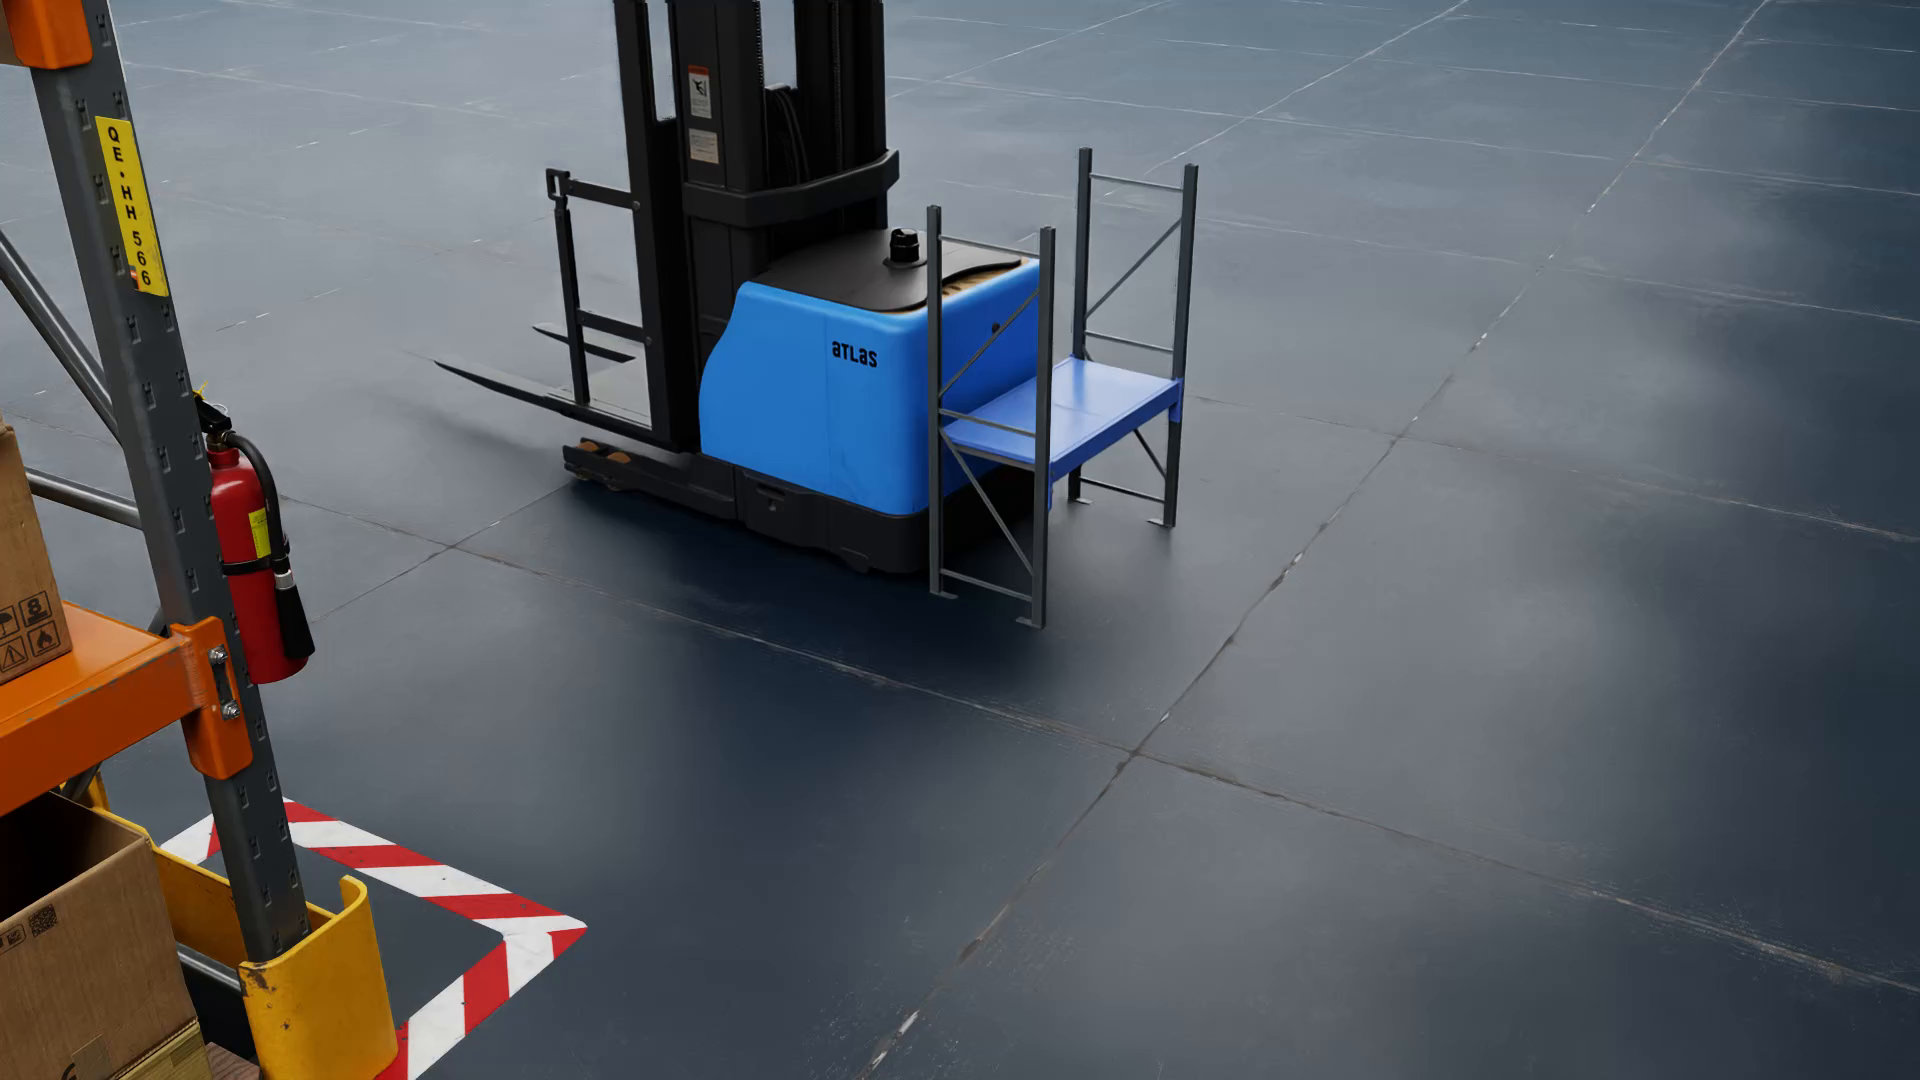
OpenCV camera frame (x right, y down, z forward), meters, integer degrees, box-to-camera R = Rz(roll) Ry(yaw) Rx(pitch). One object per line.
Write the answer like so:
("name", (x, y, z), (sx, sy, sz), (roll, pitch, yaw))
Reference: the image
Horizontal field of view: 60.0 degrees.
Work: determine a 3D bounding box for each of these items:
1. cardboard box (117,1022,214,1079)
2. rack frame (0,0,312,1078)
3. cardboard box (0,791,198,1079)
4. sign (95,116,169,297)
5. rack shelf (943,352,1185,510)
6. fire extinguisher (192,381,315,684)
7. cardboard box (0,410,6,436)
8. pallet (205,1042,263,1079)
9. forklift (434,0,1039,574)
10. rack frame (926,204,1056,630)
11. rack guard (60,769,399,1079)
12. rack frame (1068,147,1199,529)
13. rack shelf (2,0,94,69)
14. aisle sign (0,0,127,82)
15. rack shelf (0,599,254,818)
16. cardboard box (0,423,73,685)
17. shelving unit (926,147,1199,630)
("cardboard box", (-1.998, 1.203, 3.598), (0.500, 0.250, 0.500), (14, 30, 26))
("rack frame", (-1.992, -0.113, 3.624), (1.000, 3.000, 0.127), (14, 30, 26))
("cardboard box", (-1.996, 0.868, 3.429), (0.500, 0.500, 0.500), (14, 30, 26))
("sign", (-1.526, -0.612, 3.063), (0.100, 0.325, 0.005), (14, 30, 26))
("rack shelf", (0.387, -0.437, 6.349), (0.538, 0.185, 1.000), (17, 31, 30))
("fire extinguisher", (-1.529, -0.022, 3.529), (0.296, 0.674, 0.183), (14, 30, 26))
("cardboard box", (-2.014, -0.257, 3.075), (0.380, 0.149, 0.250), (14, 30, 25))
("pallet", (-2.331, 1.441, 3.635), (1.003, 0.211, 1.213), (14, 30, 26))
("forklift", (-1.111, -1.690, 6.852), (3.031, 2.935, 1.130), (18, 32, 32))
("rack frame", (0.099, -0.410, 5.893), (0.500, 1.500, 0.032), (17, 31, 30))
("rack guard", (-1.980, 0.996, 4.202), (1.175, 0.500, 0.348), (14, 30, 26))
("rack frame", (0.674, -0.785, 6.643), (0.500, 1.500, 0.032), (17, 31, 30))
("rack shelf", (-2.976, -0.353, 1.557), (1.077, 0.370, 4.000), (14, 30, 26))
("aisle sign", (-1.704, -1.236, 2.964), (0.394, 0.787, 0.004), (14, 30, 26))
("rack shelf", (-2.976, 0.988, 2.228), (1.077, 0.370, 4.000), (14, 30, 26))
("cardboard box", (-2.232, 0.022, 3.244), (0.700, 0.500, 0.500), (14, 30, 26))
("shelving unit", (0.387, -0.598, 6.268), (0.538, 1.500, 1.048), (17, 31, 30))
